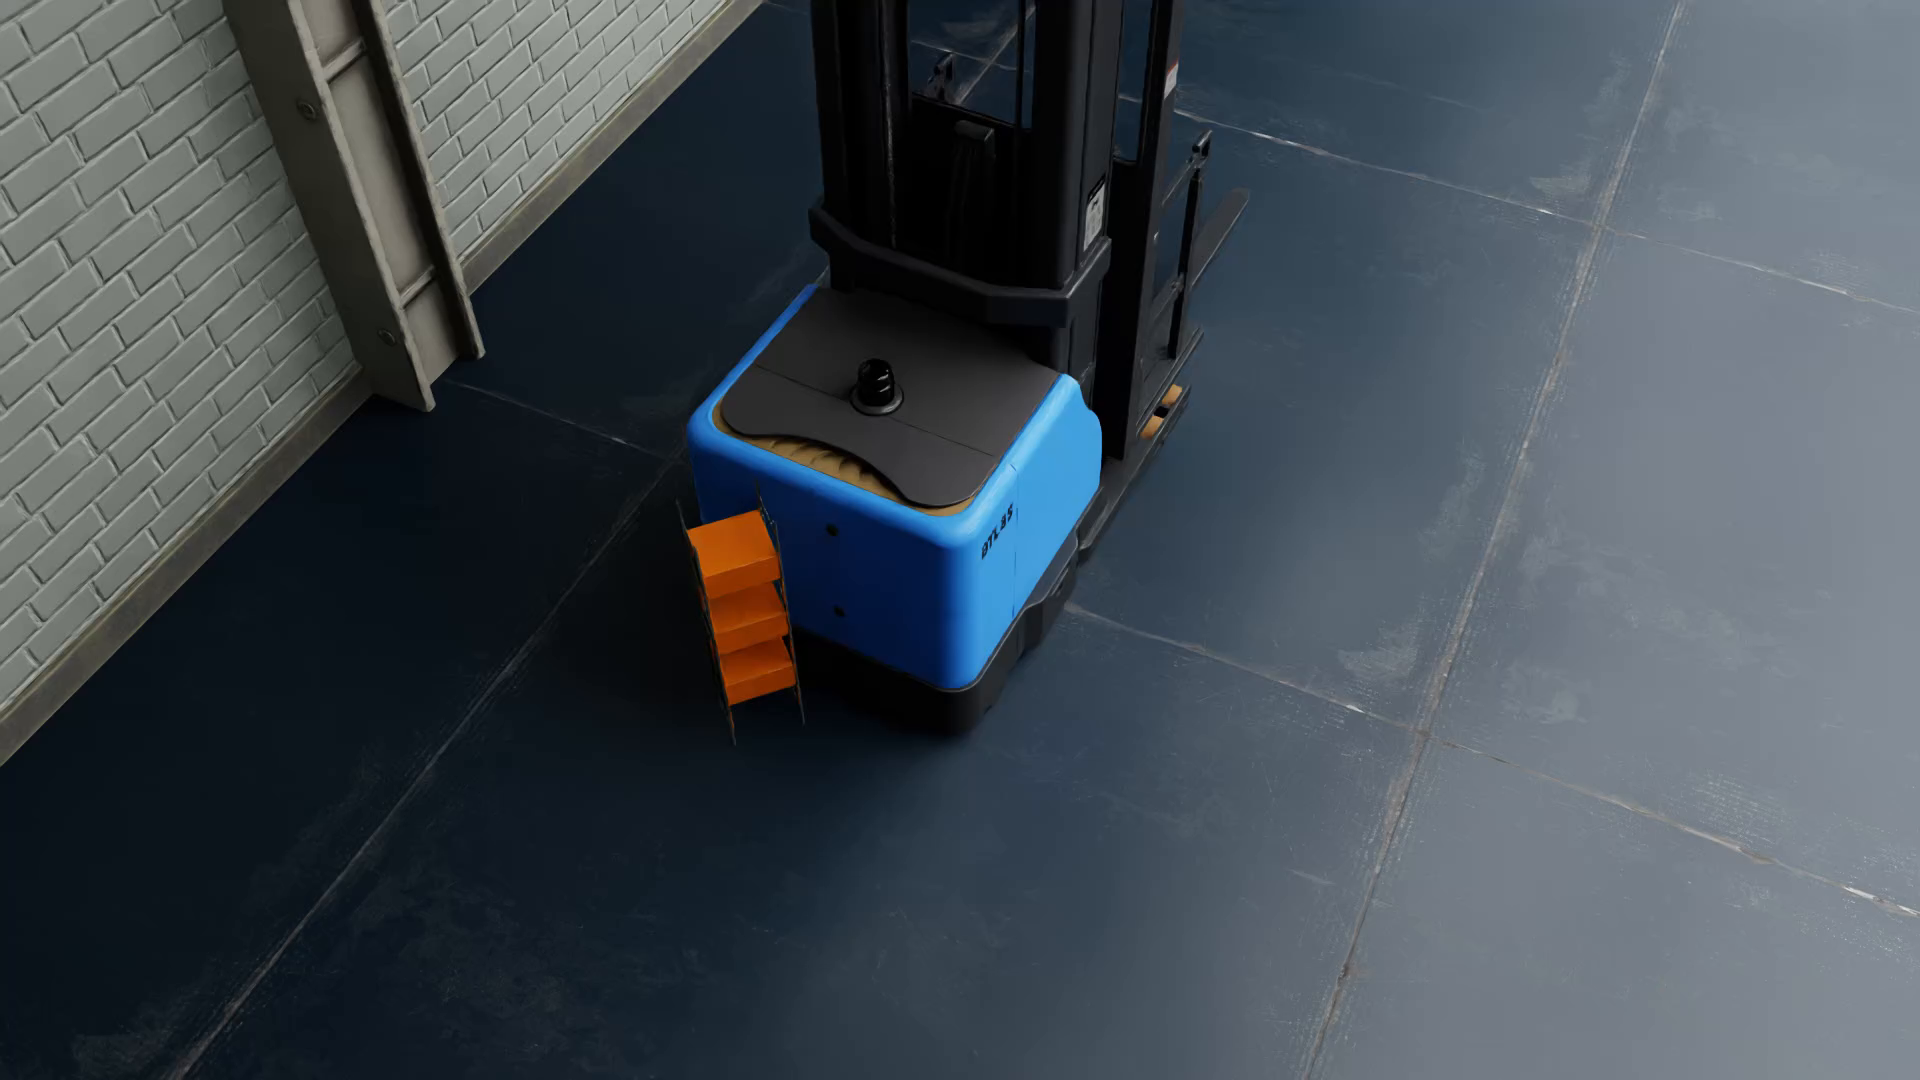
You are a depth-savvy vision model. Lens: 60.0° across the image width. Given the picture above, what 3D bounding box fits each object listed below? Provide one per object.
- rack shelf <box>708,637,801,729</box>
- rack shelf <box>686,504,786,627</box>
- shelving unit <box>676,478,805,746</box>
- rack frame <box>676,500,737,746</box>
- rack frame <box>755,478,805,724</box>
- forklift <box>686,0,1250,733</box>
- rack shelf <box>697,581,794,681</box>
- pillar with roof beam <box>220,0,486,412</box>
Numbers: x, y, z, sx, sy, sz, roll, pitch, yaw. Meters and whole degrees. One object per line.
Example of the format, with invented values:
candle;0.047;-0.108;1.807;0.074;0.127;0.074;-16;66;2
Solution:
rack shelf;-0.688;0.443;5.561;0.240;0.259;0.215;-17;52;-13
rack shelf;-0.692;0.080;5.132;0.240;0.259;0.215;-17;52;-13
shelving unit;-0.690;0.257;5.341;0.252;1.050;0.215;-17;52;-13
rack frame;-0.804;0.292;5.313;0.008;1.050;0.200;-17;52;-13
rack frame;-0.577;0.222;5.369;0.008;1.050;0.200;-17;52;-13
forklift;0.262;-1.428;5.541;1.130;2.935;3.031;22;53;18
rack shelf;-0.690;0.264;5.349;0.240;0.259;0.215;-17;52;-13
pillar with roof beam;1.700;-2.214;2.225;9.100;9.000;0.400;20;52;16
